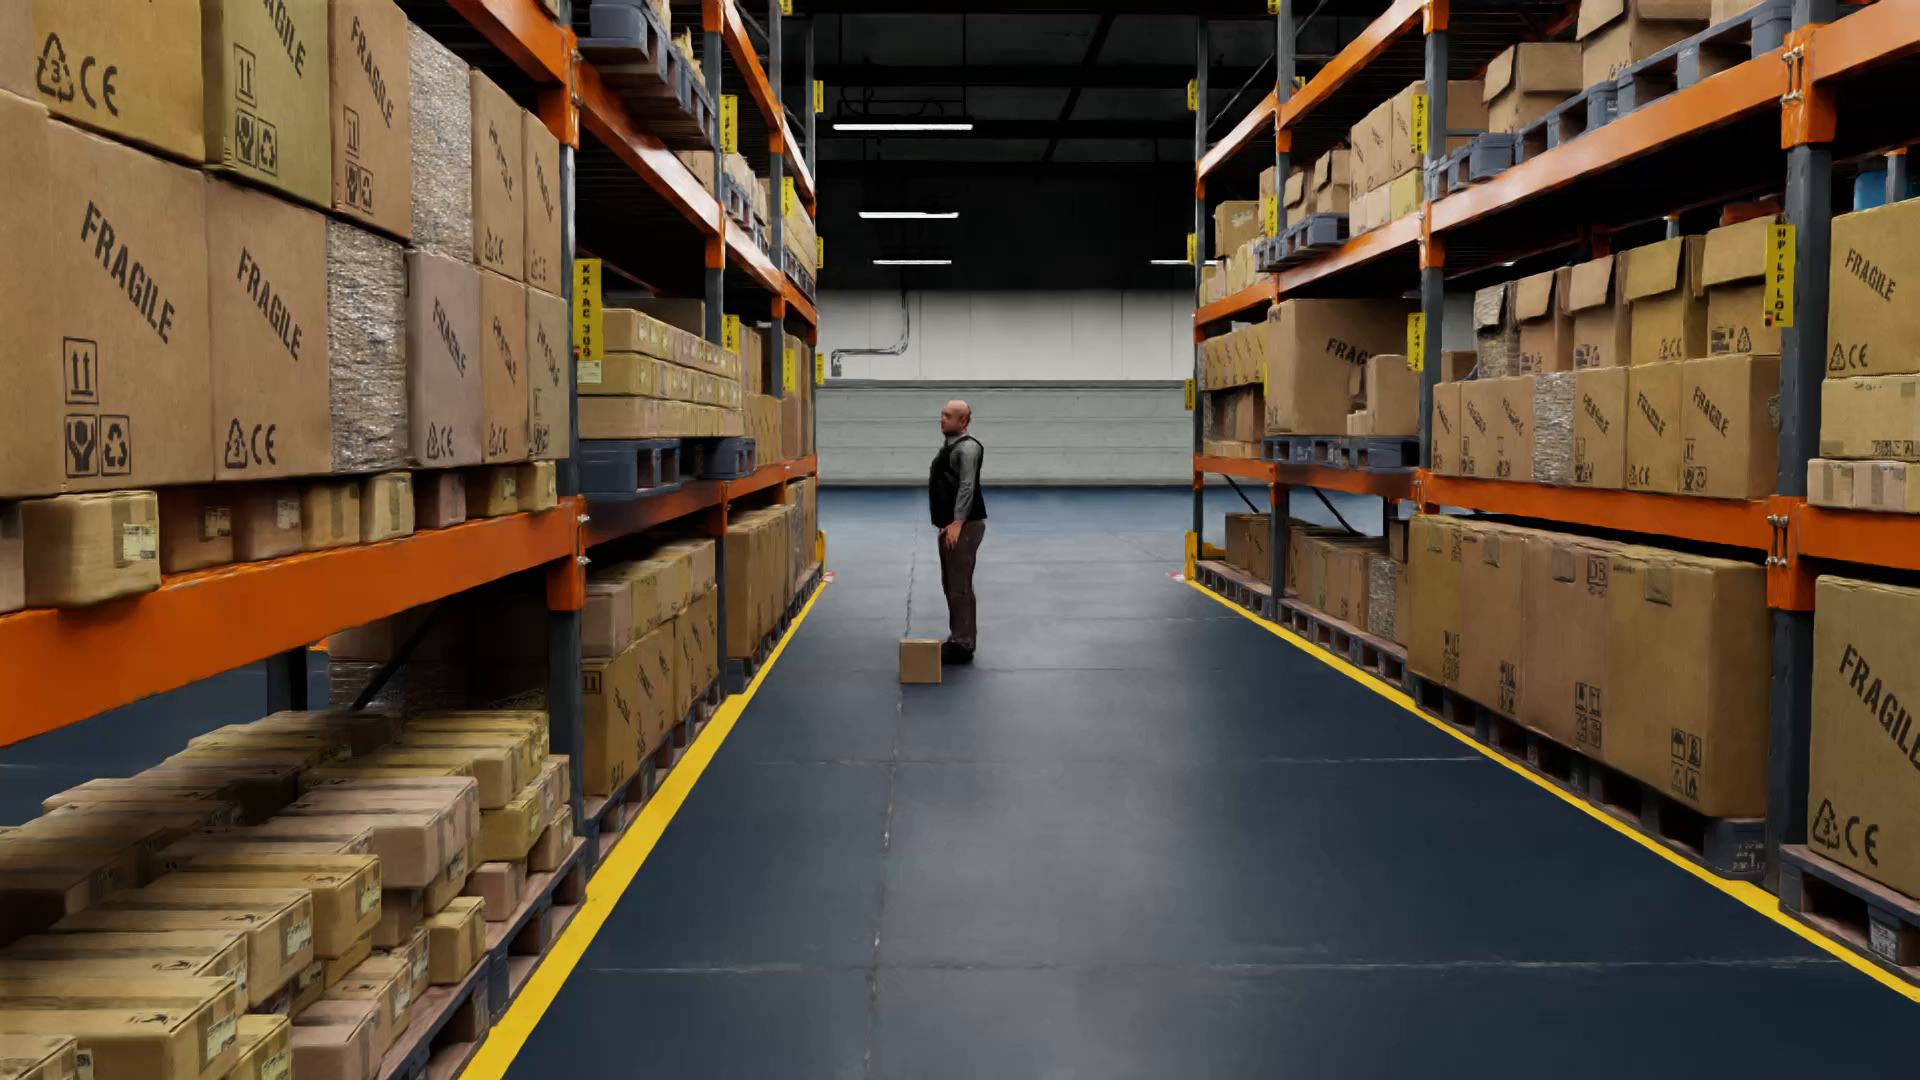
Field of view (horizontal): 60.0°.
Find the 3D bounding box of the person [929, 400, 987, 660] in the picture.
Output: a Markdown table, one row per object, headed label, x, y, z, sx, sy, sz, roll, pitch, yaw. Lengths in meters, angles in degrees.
| label | x | y | z | sx | sy | sz | roll | pitch | yaw |
| --- | --- | --- | --- | --- | --- | --- | --- | --- | --- |
| person | -0.035 | -0.068 | 11.114 | 0.390 | 1.732 | 0.582 | -1 | 4 | -14 |
